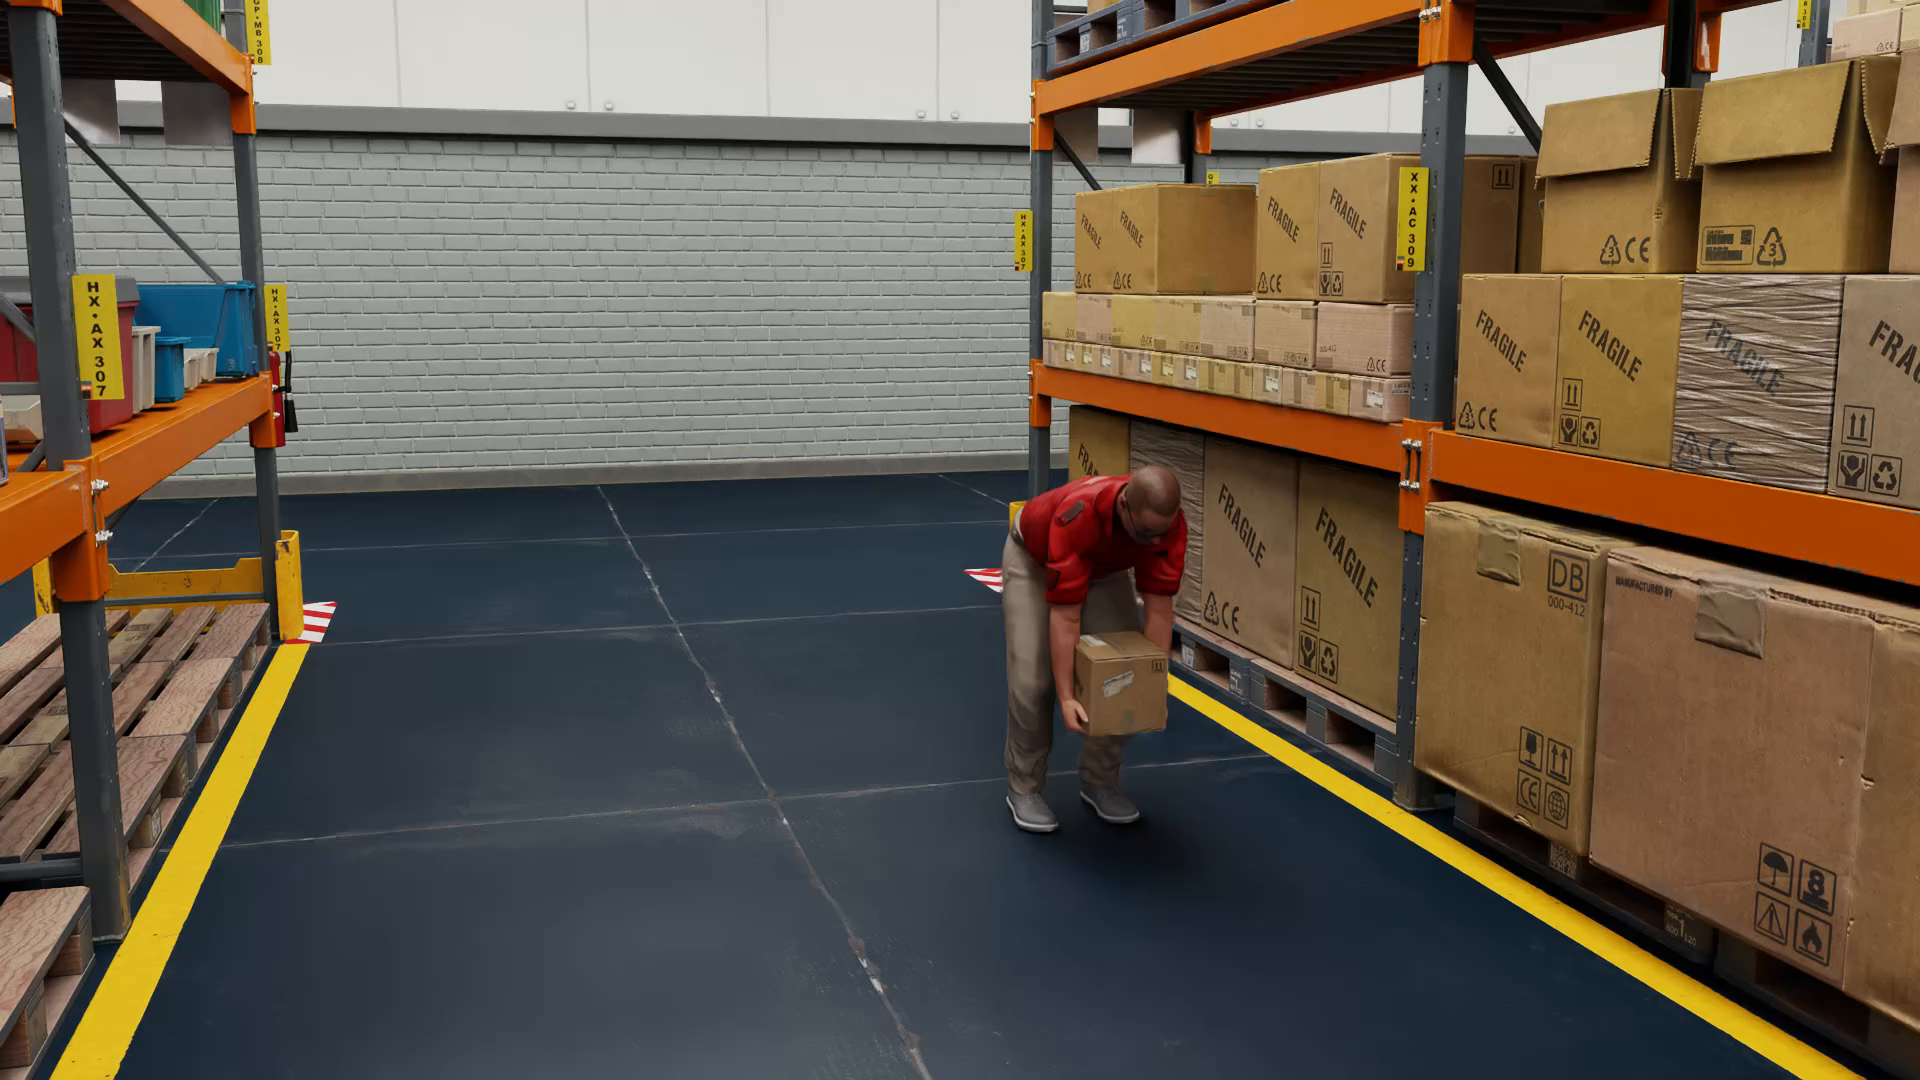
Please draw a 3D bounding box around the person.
[{"bbox_3d":[0.436,0.347,5.299,0.483,1.250,0.925,-3,10,-18],"label":"person"}]
